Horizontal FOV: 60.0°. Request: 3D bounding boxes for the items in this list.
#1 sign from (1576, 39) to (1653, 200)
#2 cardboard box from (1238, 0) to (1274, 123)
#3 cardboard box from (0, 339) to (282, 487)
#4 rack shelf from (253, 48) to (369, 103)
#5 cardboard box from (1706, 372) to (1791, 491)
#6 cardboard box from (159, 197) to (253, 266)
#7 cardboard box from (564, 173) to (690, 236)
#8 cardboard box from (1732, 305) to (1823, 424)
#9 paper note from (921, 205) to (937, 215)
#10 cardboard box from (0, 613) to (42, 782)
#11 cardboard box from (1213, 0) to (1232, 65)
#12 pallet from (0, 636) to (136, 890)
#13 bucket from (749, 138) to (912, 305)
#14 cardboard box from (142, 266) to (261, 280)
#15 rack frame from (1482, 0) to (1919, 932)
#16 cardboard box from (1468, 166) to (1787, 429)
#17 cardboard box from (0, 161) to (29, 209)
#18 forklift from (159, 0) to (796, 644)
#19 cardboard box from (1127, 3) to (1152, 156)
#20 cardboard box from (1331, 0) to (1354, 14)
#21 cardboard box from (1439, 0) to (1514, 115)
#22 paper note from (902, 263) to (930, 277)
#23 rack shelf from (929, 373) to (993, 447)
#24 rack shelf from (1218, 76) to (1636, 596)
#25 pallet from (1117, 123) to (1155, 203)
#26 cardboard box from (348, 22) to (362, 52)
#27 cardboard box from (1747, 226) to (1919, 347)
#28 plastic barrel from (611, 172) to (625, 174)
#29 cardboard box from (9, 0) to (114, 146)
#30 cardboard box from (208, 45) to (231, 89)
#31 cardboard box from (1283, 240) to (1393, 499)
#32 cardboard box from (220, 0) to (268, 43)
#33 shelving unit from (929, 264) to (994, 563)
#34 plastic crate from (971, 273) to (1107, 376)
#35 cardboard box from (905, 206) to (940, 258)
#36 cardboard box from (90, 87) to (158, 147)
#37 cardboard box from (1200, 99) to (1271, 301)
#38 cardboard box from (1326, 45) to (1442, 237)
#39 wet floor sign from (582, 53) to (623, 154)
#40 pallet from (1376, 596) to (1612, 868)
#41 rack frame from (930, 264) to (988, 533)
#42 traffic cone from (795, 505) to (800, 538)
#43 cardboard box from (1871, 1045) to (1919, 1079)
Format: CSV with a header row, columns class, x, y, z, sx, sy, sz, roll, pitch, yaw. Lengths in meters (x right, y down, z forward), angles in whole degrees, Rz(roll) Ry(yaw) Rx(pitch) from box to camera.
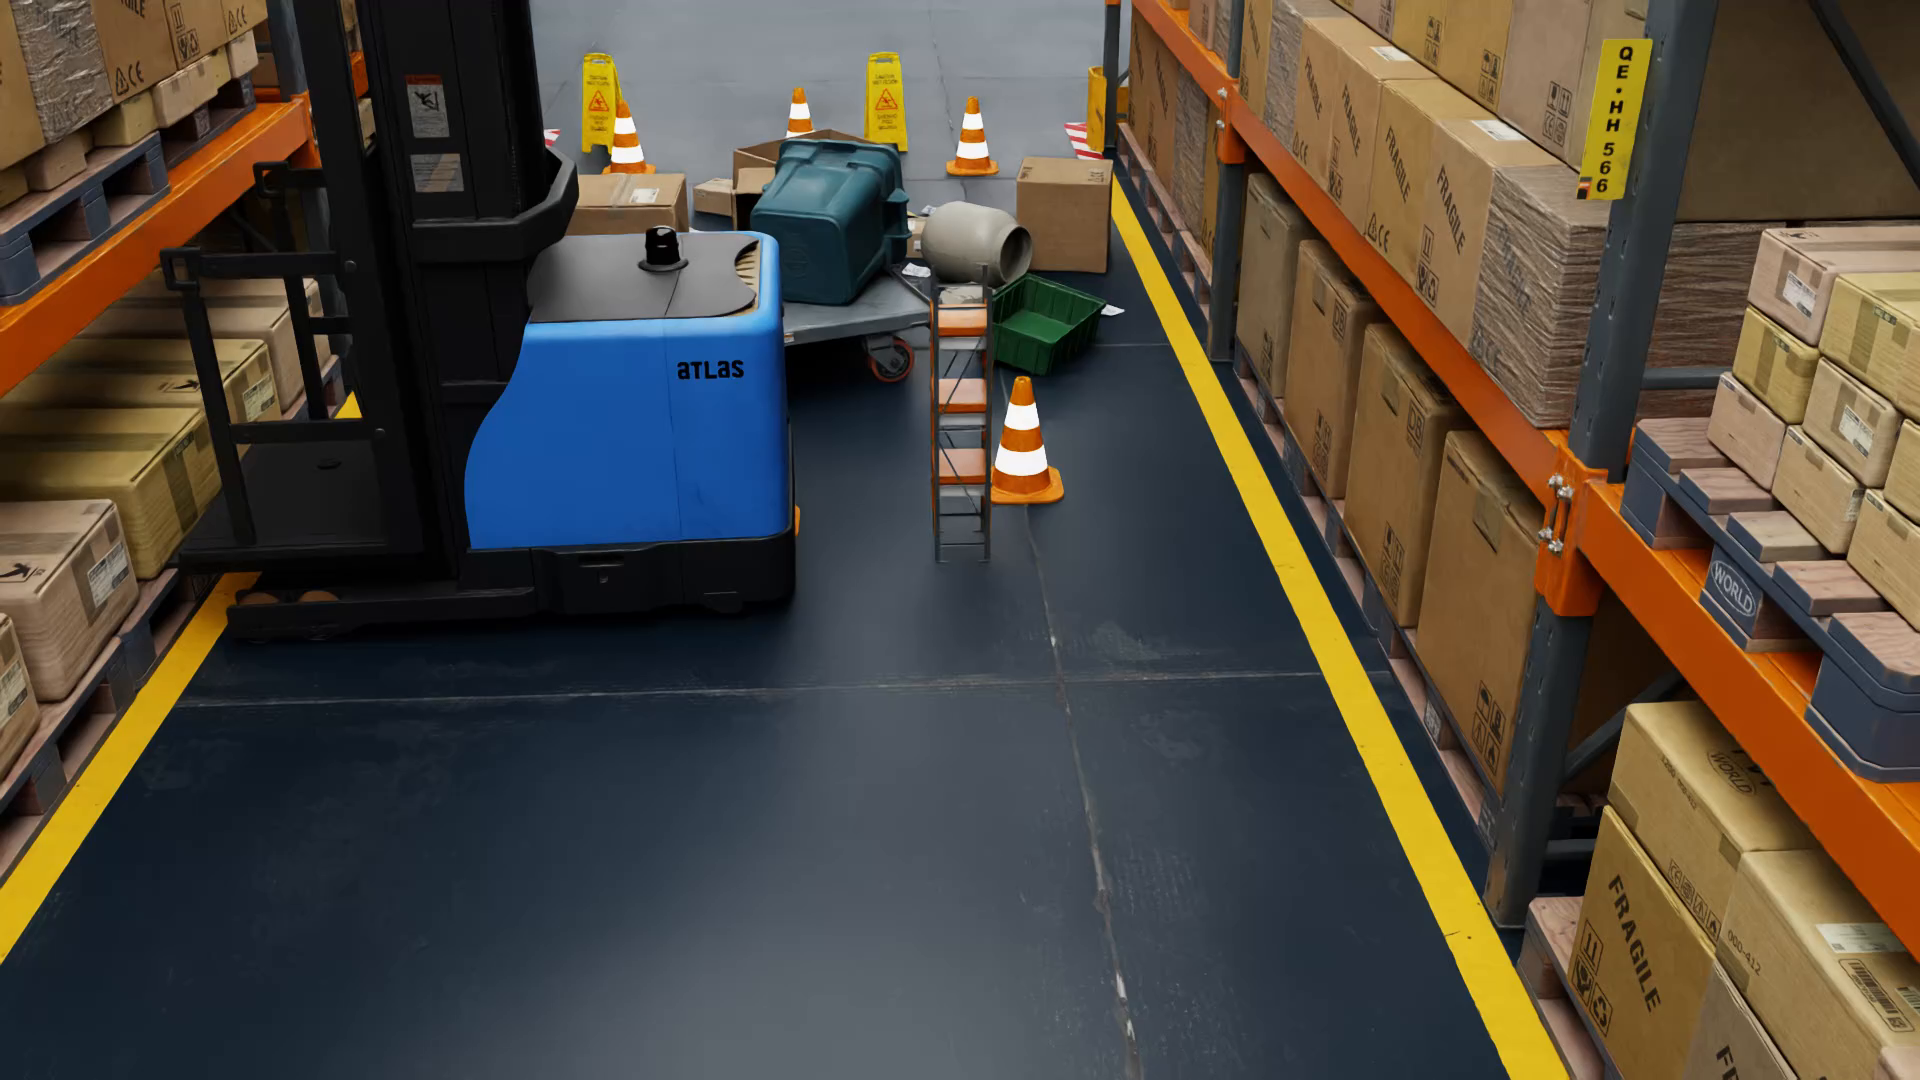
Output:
class,x,y,z,sx,sy,sz,roll,pitch,yaw
sign,1.334,-0.855,3.393,0.100,0.325,0.005,-1,28,-3
cardboard box,1.438,-1.998,6.730,0.500,0.500,0.500,-1,28,-2
cardboard box,-3.188,-0.484,6.322,0.950,0.372,0.625,0,28,1
rack shelf,-3.363,-2.642,8.850,1.077,0.370,4.000,-1,28,-3
cardboard box,1.710,-0.220,3.245,0.380,0.149,0.250,-2,28,-3
cardboard box,-3.558,-1.604,7.789,0.500,0.500,0.500,-2,28,-3
cardboard box,-1.483,-1.322,7.424,0.500,0.500,0.500,-1,28,-3
cardboard box,1.713,-0.335,3.144,0.380,0.149,0.250,0,28,0
paper note,-0.146,-1.988,10.030,0.144,0.017,0.142,8,29,15
cardboard box,-3.070,0.528,4.382,0.950,0.372,0.625,-3,28,-6
cardboard box,1.648,-2.440,7.523,0.875,0.550,0.550,-1,28,-3
pallet,-3.089,0.685,4.708,1.003,0.211,1.213,-1,28,-3
bucket,-0.631,-1.433,7.650,0.726,0.611,0.620,8,39,15
cardboard box,-3.558,-1.271,7.962,0.500,0.250,0.500,0,28,0
rack frame,1.888,-0.356,3.689,1.000,3.000,0.127,-1,28,-3
cardboard box,1.596,-0.602,4.053,0.500,0.500,0.500,-1,28,-3
cardboard box,-2.969,-1.045,4.827,0.380,0.149,0.250,0,28,-1
forklift,-2.120,-1.208,5.397,3.031,2.935,1.130,-2,28,-5
cardboard box,1.572,-2.983,10.570,0.875,0.875,0.875,-1,28,-2
cardboard box,1.740,-2.225,6.082,0.700,0.500,0.500,-2,28,-3
cardboard box,1.818,-1.522,4.735,0.700,0.500,0.500,-2,28,-3
paper note,-0.219,-1.467,9.037,0.172,0.023,0.155,8,29,15
rack shelf,0.003,-0.431,5.965,0.215,0.259,0.240,-1,28,-3
rack shelf,1.783,-0.961,5.627,1.077,0.370,4.000,-1,28,-3
pallet,1.590,-2.447,10.713,1.003,0.211,1.213,-1,28,-3
cardboard box,-3.043,-2.432,7.940,0.380,0.149,0.250,-1,28,-1
cardboard box,1.719,-0.475,3.091,0.380,0.149,0.250,-1,28,-3
plastic barrel,-1.848,-1.825,9.291,0.512,0.421,0.421,19,33,32
cardboard box,-2.930,-1.483,4.965,0.500,0.500,0.500,-2,28,-5
cardboard box,-2.960,-1.759,6.196,0.380,0.149,0.250,-2,28,-4
cardboard box,1.848,-0.662,6.255,1.050,0.750,0.750,-1,28,-3
cardboard box,-3.006,-2.192,6.325,0.500,0.500,0.500,-2,28,-4
shelving unit,0.003,-0.441,5.960,0.215,1.050,0.252,-1,28,-3
plastic crate,0.362,-1.031,7.961,0.450,0.188,0.662,22,34,18
cardboard box,-0.250,-1.741,9.300,0.396,0.266,0.258,3,28,6
cardboard box,-2.918,-1.410,5.527,0.380,0.149,0.250,-1,28,-3
cardboard box,1.716,-1.740,8.186,0.875,0.875,0.875,-1,28,-2
cardboard box,1.515,-1.300,5.391,0.500,0.500,0.500,-1,28,-2
wet floor sign,-2.409,-2.954,11.217,0.267,0.644,0.232,8,29,15
pallet,1.922,0.514,5.036,1.003,0.211,1.213,-1,28,-3
rack frame,-0.004,-0.497,6.068,0.200,1.050,0.008,-1,28,-3
traffic cone,-0.782,-0.264,6.256,0.336,0.463,0.334,-1,28,-3
cardboard box,1.722,1.021,2.487,0.500,0.250,0.500,-1,28,-2
